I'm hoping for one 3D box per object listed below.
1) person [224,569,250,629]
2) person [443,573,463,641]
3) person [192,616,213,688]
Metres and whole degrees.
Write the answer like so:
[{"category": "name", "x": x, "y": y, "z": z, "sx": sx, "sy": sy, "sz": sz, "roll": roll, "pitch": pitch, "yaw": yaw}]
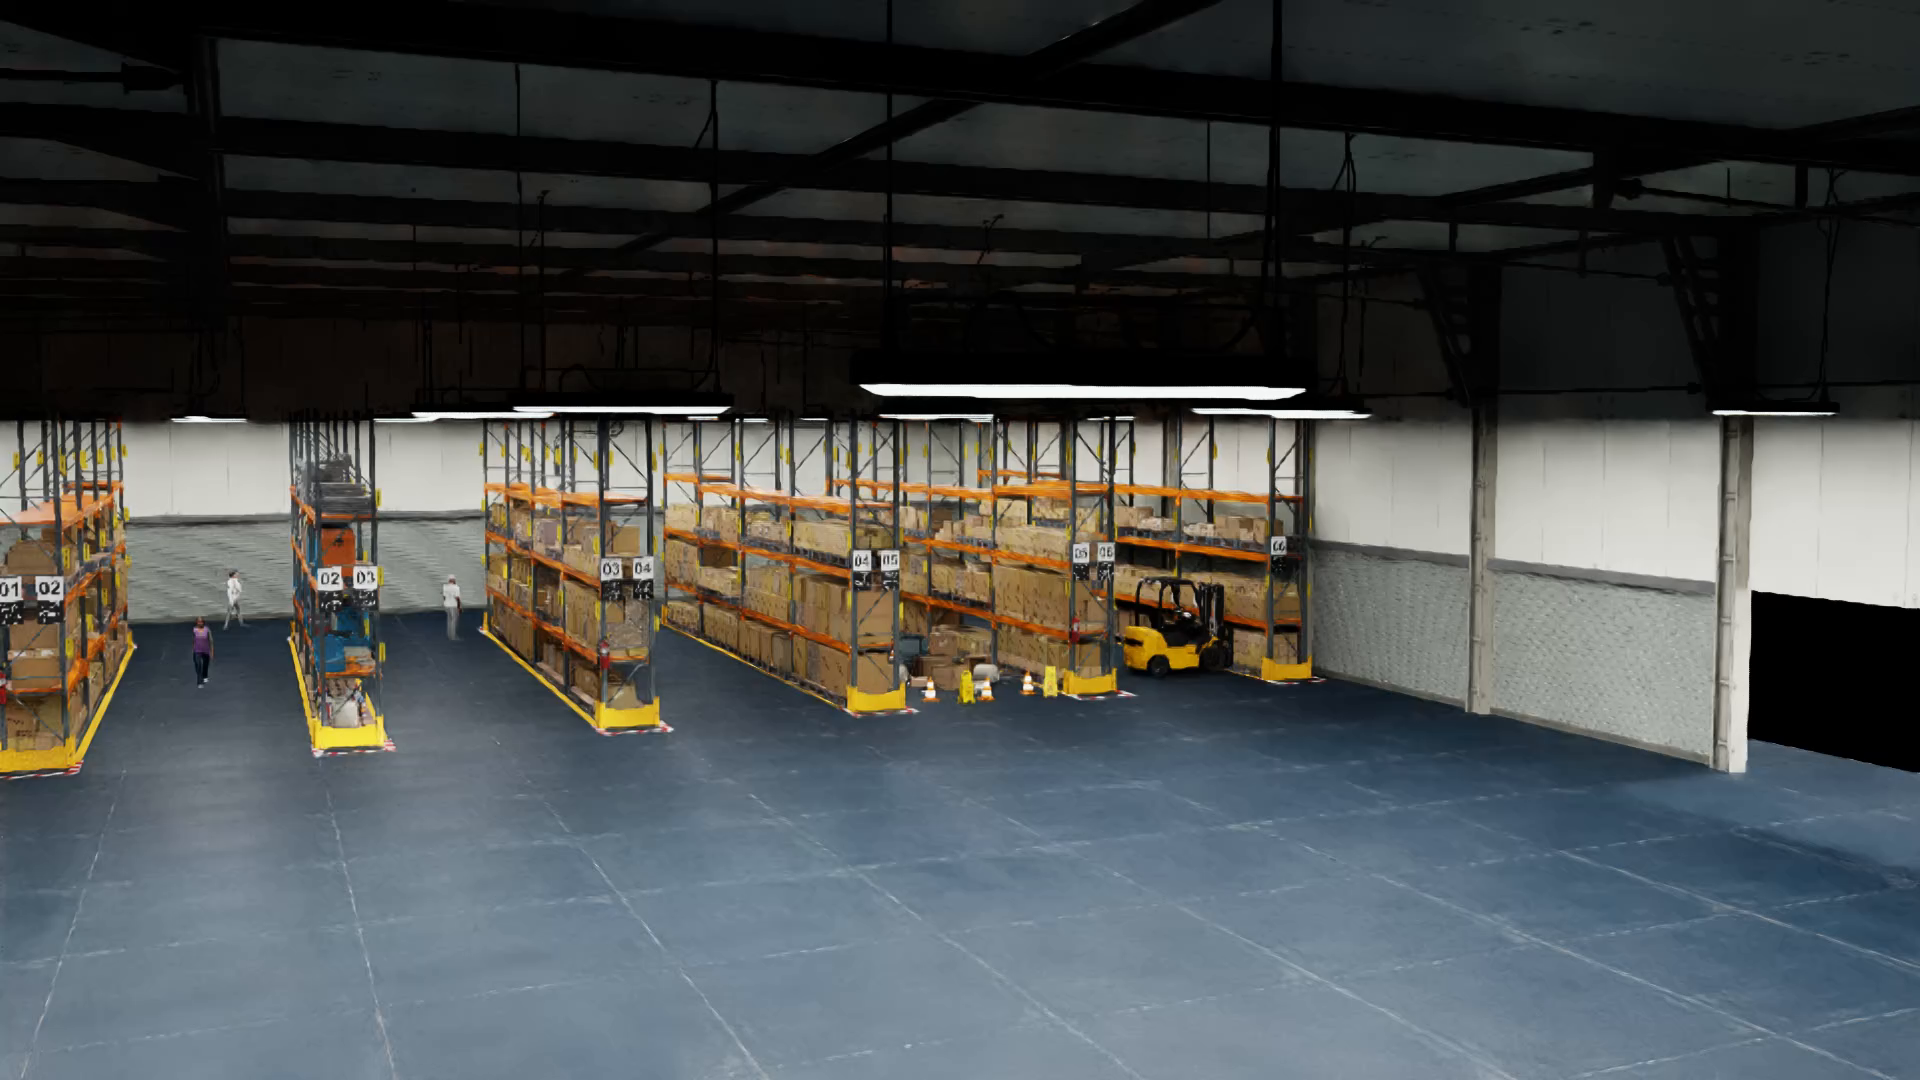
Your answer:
[{"category": "person", "x": -20.209, "y": 1.628, "z": 46.345, "sx": 0.517, "sy": 1.672, "sz": 0.659, "roll": 1, "pitch": 4, "yaw": 9}, {"category": "person", "x": -13.335, "y": 1.755, "z": 43.812, "sx": 0.632, "sy": 1.771, "sz": 0.447, "roll": 3, "pitch": 5, "yaw": 36}, {"category": "person", "x": -16.455, "y": 2.413, "z": 36.142, "sx": 0.432, "sy": 1.539, "sz": 0.947, "roll": -2, "pitch": 4, "yaw": -24}]
